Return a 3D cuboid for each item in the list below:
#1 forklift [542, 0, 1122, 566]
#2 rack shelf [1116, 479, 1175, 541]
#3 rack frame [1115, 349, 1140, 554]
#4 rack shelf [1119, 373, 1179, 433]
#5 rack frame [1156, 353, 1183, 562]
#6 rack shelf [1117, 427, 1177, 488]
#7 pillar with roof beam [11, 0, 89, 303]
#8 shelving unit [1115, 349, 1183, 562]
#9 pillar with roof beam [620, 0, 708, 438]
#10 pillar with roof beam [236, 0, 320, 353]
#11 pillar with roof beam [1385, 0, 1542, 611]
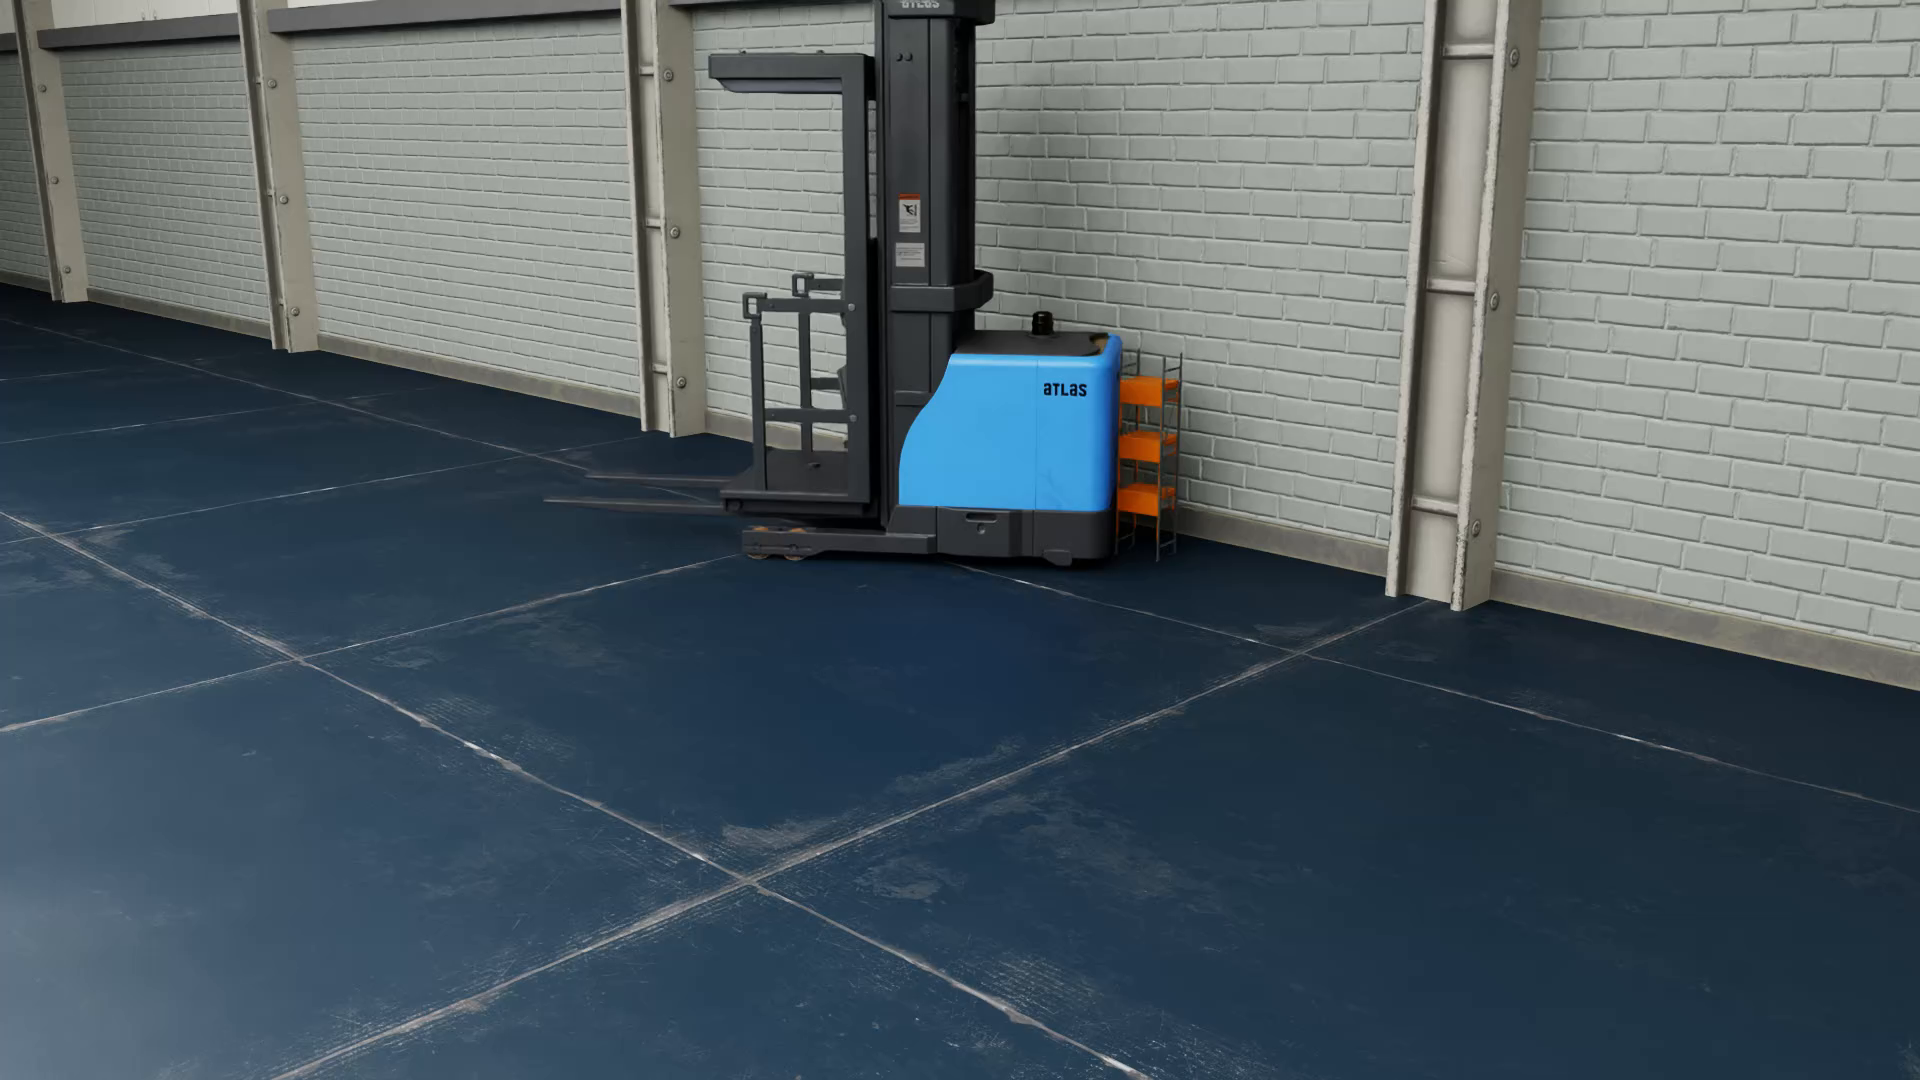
[{"bbox_3d":[-0.679,-1.438,8.639,3.031,2.935,1.130,2,15,8],"label":"forklift"},{"bbox_3d":[0.966,-0.157,8.596,0.240,0.259,0.215,10,18,34],"label":"rack shelf"},{"bbox_3d":[0.866,-0.454,8.591,0.008,1.050,0.200,10,18,34],"label":"rack frame"},{"bbox_3d":[0.966,-0.700,8.454,0.240,0.259,0.215,10,18,34],"label":"rack shelf"},{"bbox_3d":[1.066,-0.418,8.456,0.008,1.050,0.200,10,18,34],"label":"rack frame"},{"bbox_3d":[0.966,-0.426,8.526,0.240,0.259,0.215,10,18,34],"label":"rack shelf"},{"bbox_3d":[-13.672,-6.456,15.862,0.400,9.000,9.100,14,20,42],"label":"pillar with roof beam"},{"bbox_3d":[0.966,-0.436,8.523,0.252,1.050,0.215,10,18,34],"label":"shelving unit"},{"bbox_3d":[-5.033,-4.356,7.802,0.400,9.000,9.100,14,20,42],"label":"pillar with roof beam"},{"bbox_3d":[-9.353,-5.406,11.832,0.400,9.000,9.100,14,20,42],"label":"pillar with roof beam"},{"bbox_3d":[-0.714,-3.306,3.772,0.400,9.000,9.100,14,20,42],"label":"pillar with roof beam"}]
